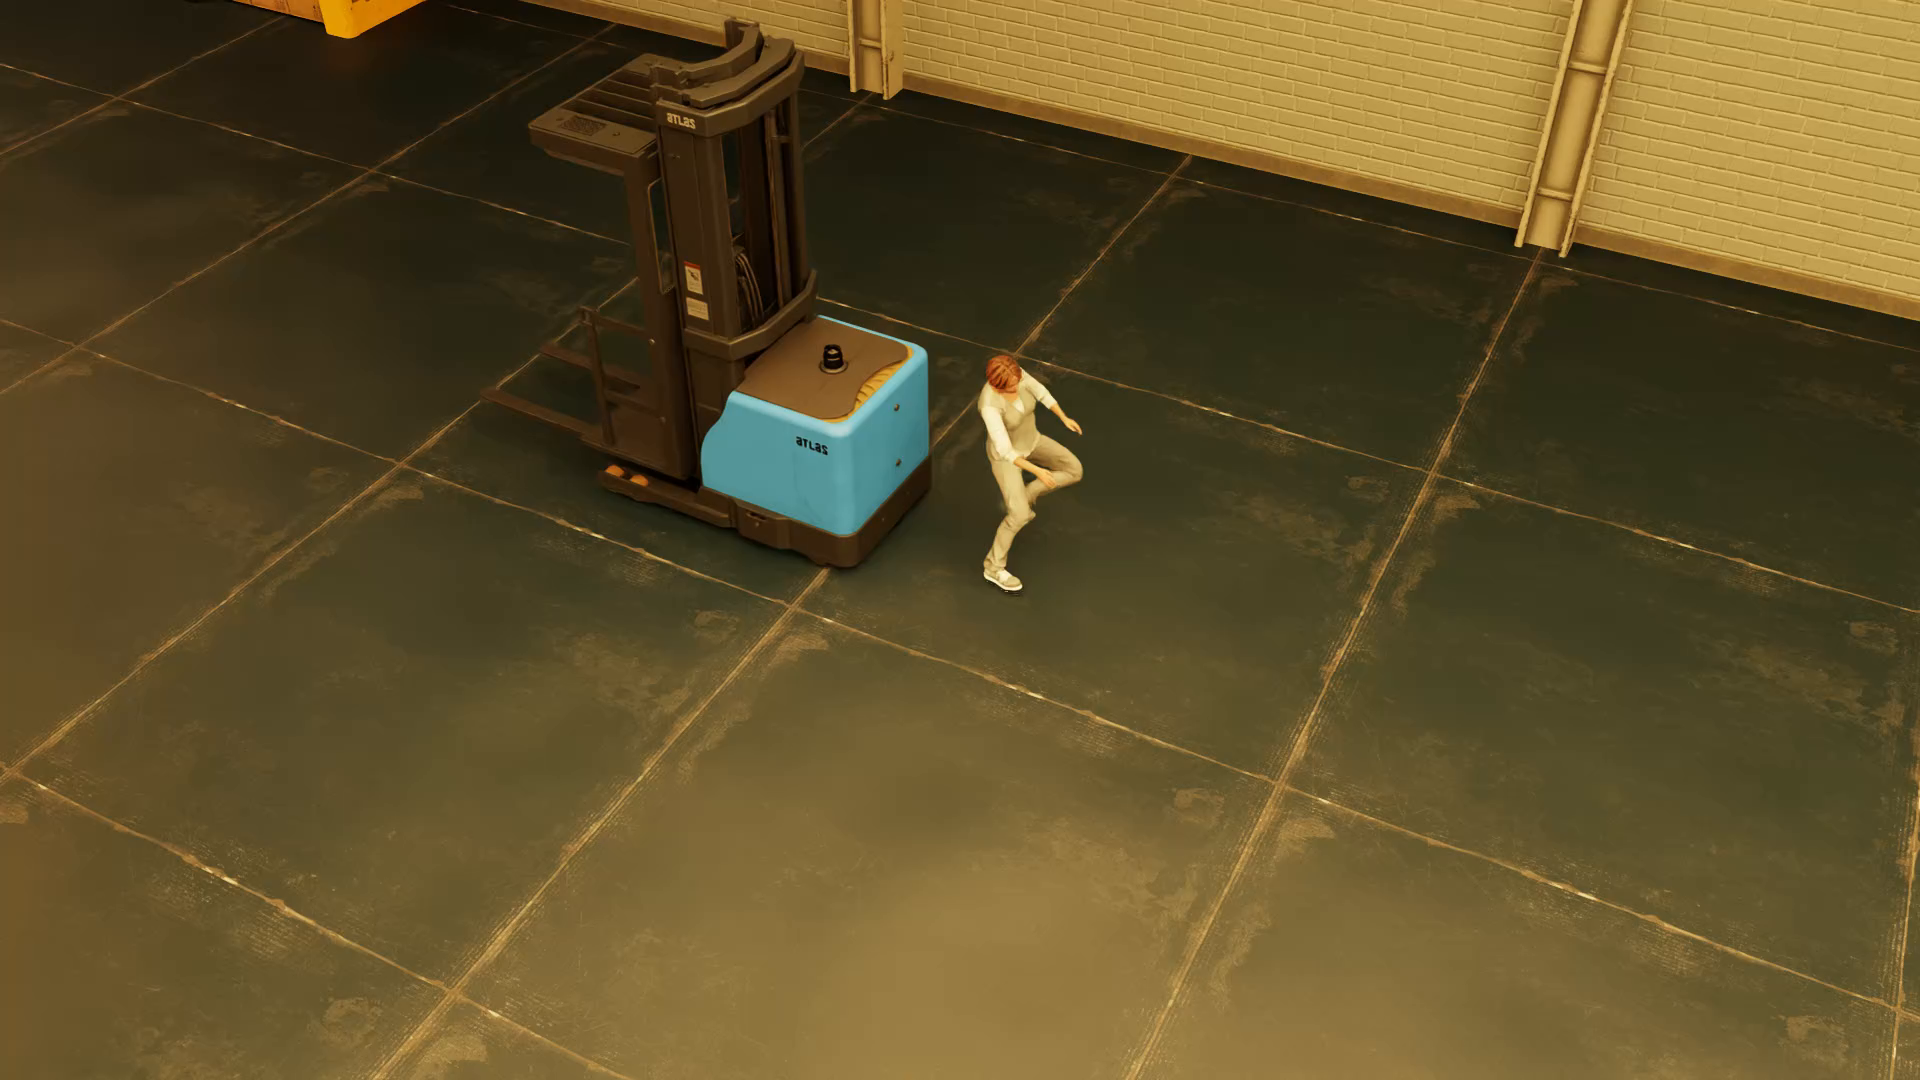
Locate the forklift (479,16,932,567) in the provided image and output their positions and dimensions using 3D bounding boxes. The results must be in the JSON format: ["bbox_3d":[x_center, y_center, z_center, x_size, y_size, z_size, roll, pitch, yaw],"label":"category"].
[{"bbox_3d":[-1.719,-1.643,9.938,3.031,2.935,1.130,20,44,22],"label":"forklift"}]

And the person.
[{"bbox_3d":[0.419,-0.453,9.702,0.698,1.400,0.720,28,48,29],"label":"person"}]
